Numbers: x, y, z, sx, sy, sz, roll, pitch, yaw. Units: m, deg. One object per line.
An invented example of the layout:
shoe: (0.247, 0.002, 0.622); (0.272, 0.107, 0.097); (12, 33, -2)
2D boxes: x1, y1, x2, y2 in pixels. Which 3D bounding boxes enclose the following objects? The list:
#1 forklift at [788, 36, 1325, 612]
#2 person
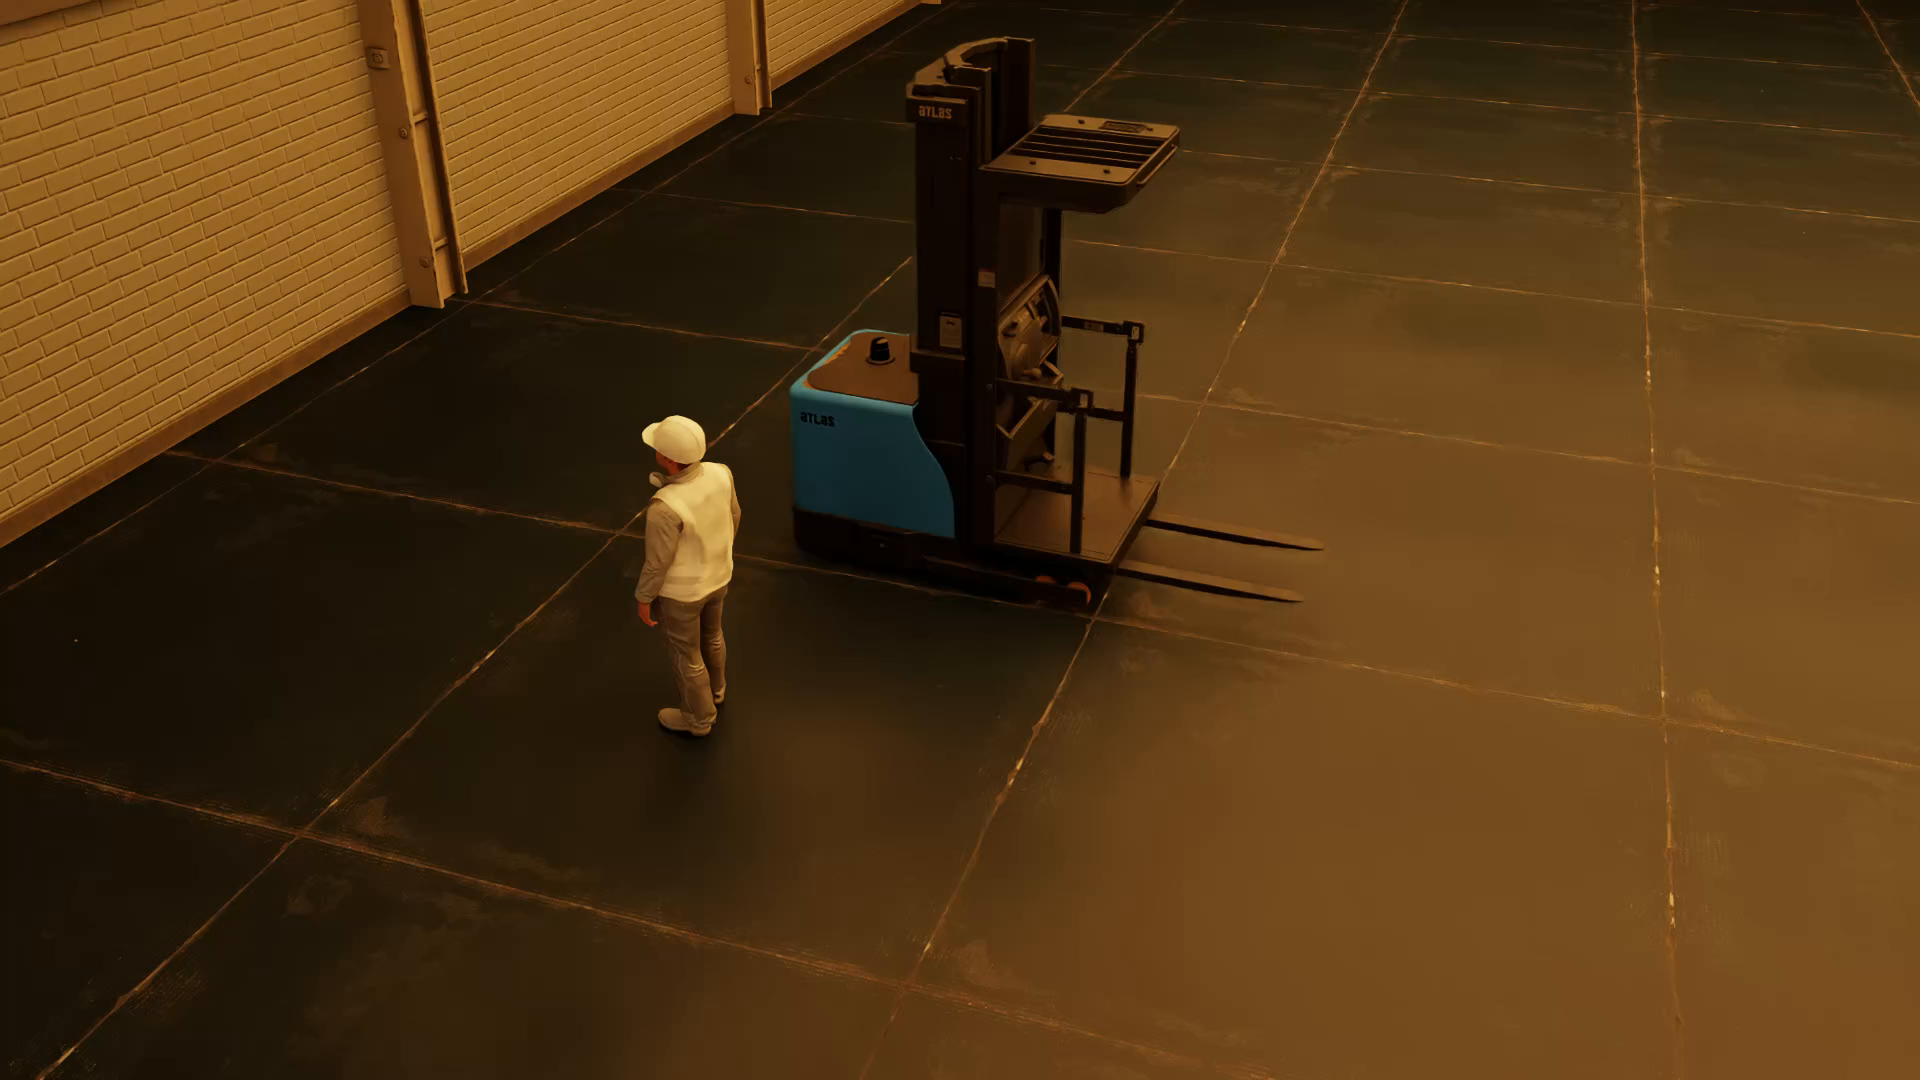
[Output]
forklift: (0.573, -1.167, 9.184); (3.031, 2.935, 1.130); (11, 31, 18)
person: (-1.360, 0.163, 8.006); (0.569, 1.774, 0.627); (18, 34, 29)
